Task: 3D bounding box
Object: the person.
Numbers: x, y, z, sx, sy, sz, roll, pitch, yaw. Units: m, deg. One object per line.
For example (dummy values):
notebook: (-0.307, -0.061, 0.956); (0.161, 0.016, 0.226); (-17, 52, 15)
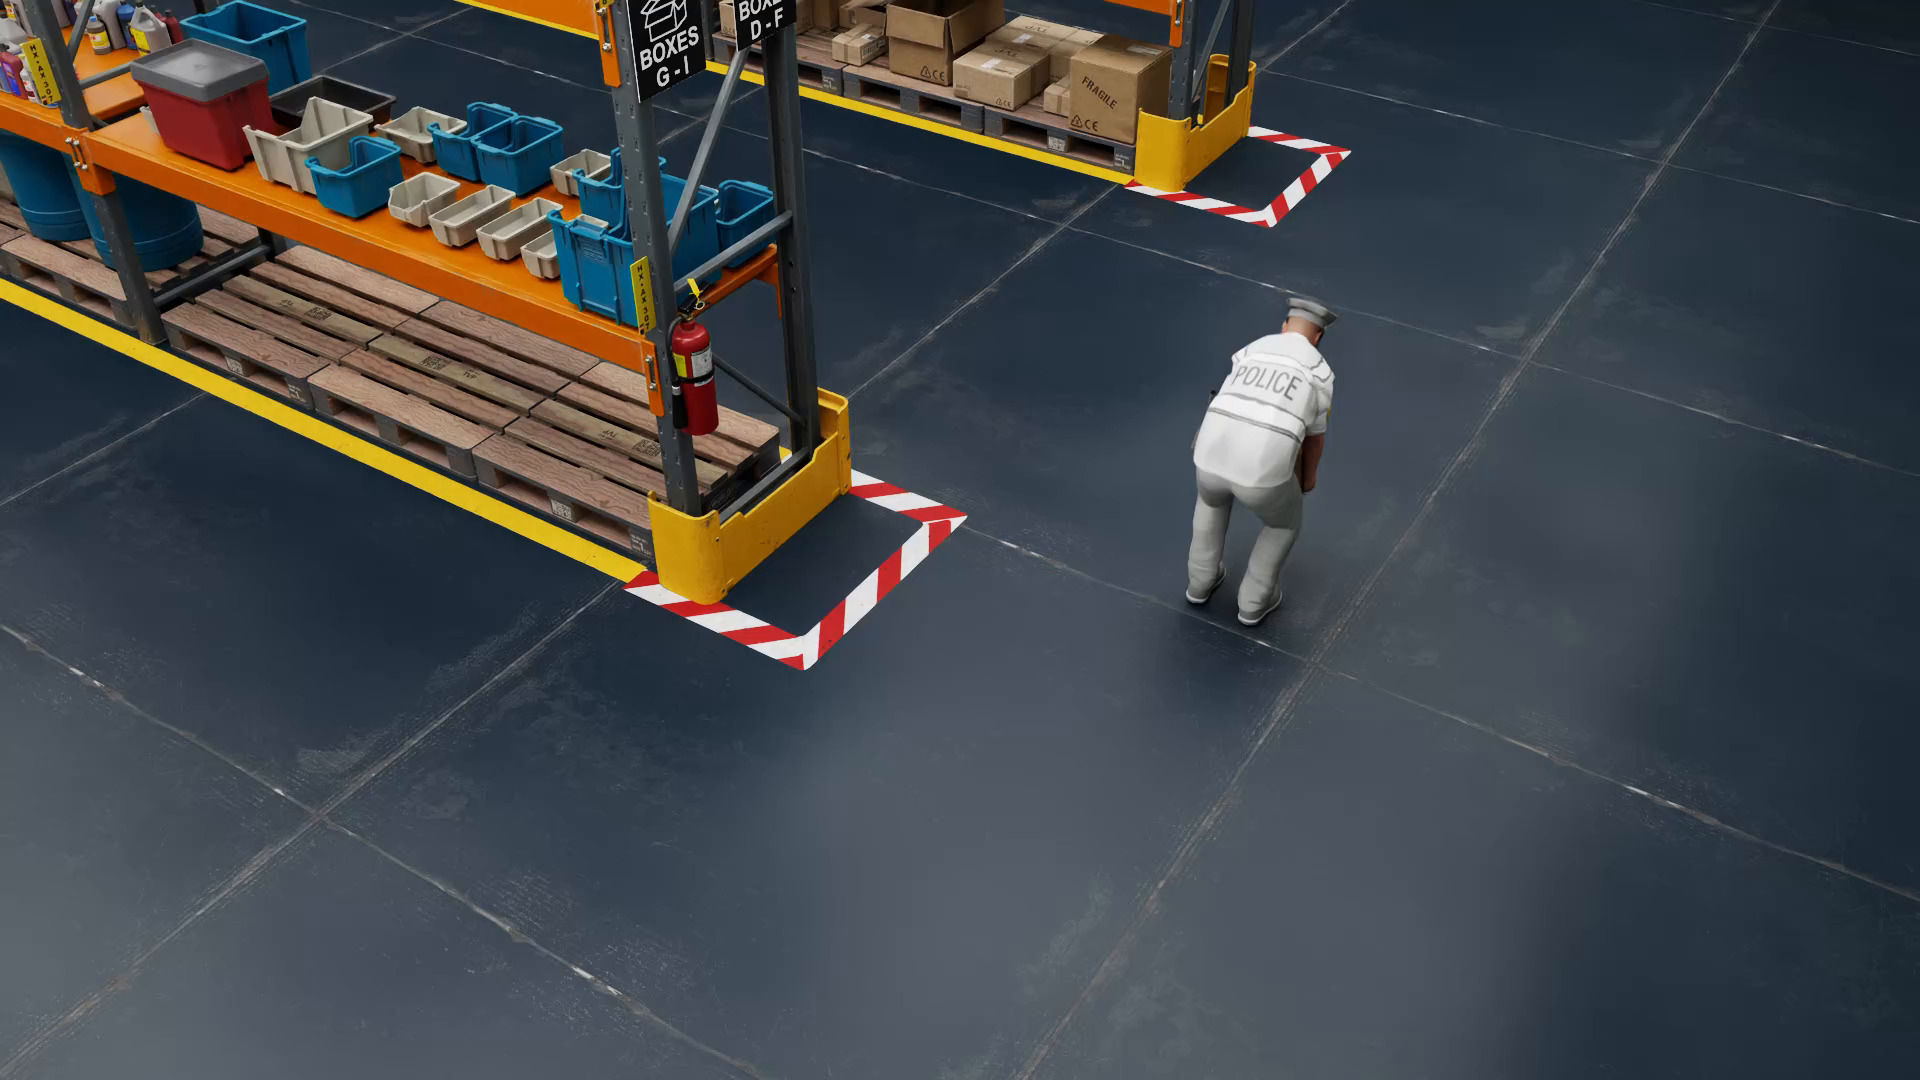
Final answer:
person: (1.377, -0.359, 7.490); (0.498, 1.312, 0.998); (20, 42, 23)
